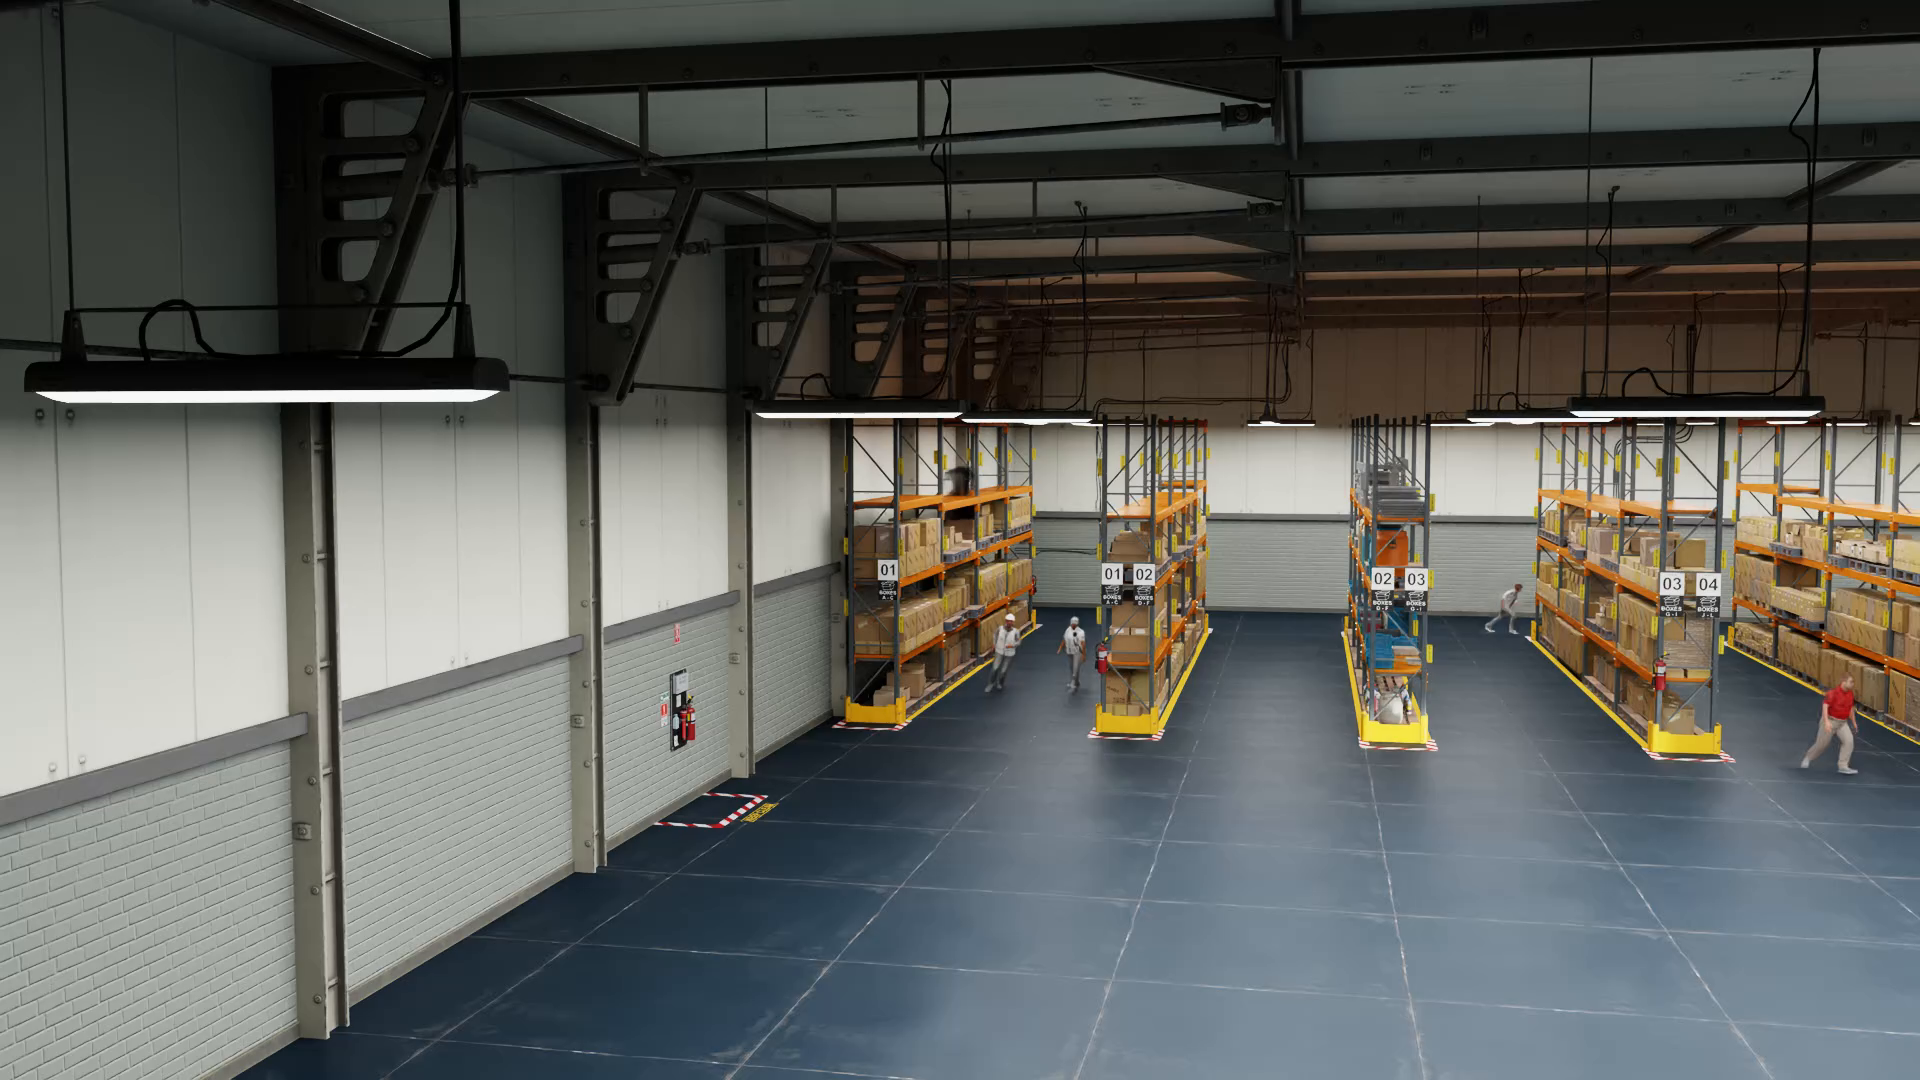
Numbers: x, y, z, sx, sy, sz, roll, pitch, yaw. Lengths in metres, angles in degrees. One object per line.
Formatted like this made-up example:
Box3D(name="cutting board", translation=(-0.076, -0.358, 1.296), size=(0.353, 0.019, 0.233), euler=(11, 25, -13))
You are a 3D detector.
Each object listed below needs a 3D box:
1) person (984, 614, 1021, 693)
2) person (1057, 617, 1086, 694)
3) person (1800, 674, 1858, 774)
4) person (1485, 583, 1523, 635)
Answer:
Box3D(name="person", translation=(0.927, 2.443, 36.000), size=(0.782, 1.715, 0.803), euler=(0, 4, 7))
Box3D(name="person", translation=(2.468, 2.486, 36.424), size=(0.790, 1.645, 0.652), euler=(-4, 5, -45))
Box3D(name="person", translation=(14.571, 3.046, 27.795), size=(0.742, 1.659, 0.881), euler=(-2, 4, -23))
Box3D(name="person", translation=(15.169, 1.906, 46.378), size=(0.968, 1.431, 0.553), euler=(2, 4, 27))
